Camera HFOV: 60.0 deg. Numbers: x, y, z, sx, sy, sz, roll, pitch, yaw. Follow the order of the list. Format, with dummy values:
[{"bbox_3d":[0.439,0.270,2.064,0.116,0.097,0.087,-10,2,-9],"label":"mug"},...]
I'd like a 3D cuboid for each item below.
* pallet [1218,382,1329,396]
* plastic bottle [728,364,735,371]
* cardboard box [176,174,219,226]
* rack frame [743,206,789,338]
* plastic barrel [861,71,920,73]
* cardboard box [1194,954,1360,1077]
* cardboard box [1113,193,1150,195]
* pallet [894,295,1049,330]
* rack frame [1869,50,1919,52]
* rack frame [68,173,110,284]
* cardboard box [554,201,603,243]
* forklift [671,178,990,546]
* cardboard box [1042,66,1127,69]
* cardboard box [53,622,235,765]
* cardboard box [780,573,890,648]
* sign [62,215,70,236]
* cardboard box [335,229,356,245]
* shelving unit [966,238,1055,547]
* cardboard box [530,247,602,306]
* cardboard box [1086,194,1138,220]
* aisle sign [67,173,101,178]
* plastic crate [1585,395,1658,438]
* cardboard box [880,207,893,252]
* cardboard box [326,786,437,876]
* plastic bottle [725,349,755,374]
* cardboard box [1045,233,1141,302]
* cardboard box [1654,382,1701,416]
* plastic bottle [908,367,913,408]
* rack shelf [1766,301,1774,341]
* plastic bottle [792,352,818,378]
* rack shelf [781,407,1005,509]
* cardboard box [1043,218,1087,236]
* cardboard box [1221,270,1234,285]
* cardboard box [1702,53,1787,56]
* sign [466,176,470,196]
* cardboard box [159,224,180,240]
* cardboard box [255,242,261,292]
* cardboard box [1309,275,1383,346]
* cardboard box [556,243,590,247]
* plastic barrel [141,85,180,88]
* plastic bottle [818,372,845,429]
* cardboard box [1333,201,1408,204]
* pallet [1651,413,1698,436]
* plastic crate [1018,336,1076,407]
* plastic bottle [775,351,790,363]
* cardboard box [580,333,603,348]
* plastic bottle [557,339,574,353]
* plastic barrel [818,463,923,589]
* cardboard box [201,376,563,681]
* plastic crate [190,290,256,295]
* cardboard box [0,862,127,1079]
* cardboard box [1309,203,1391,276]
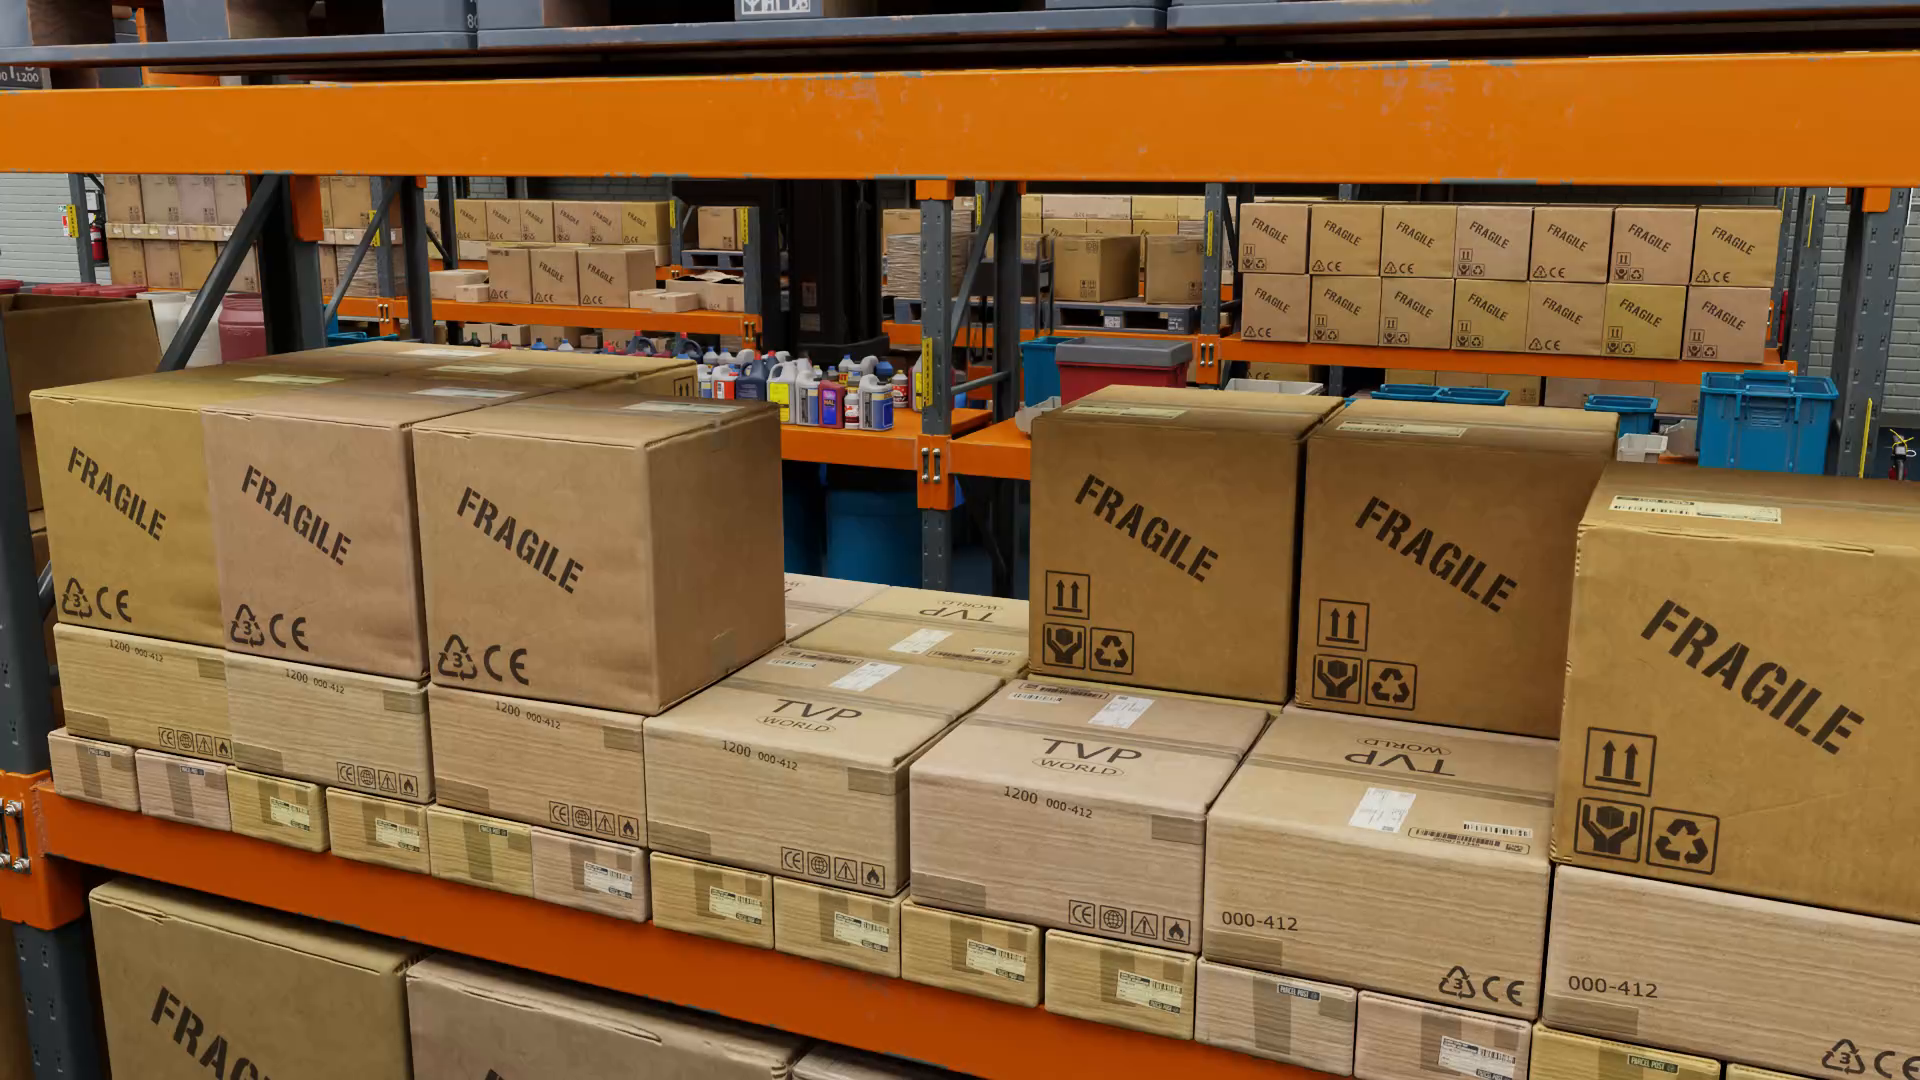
[{"bbox_3d":[3.345,-1.557,17.927,1.213,0.211,1.003,6,14,23],"label":"pallet"},{"bbox_3d":[-1.293,-0.895,9.436,0.097,0.201,0.097,0,13,0],"label":"plastic bottle"},{"bbox_3d":[-7.480,-3.470,16.916,0.500,0.500,0.700,6,14,23],"label":"cardboard box"},{"bbox_3d":[-1.580,-2.194,14.538,0.127,3.000,1.000,6,14,23],"label":"rack frame"},{"bbox_3d":[-0.312,-2.621,8.578,0.433,0.535,0.433,0,13,0],"label":"plastic barrel"},{"bbox_3d":[0.564,0.703,2.744,0.250,0.149,0.380,6,15,24],"label":"cardboard box"},{"bbox_3d":[1.883,-3.713,18.455,0.500,0.250,0.500,5,14,22],"label":"cardboard box"},{"bbox_3d":[0.200,-1.921,13.797,1.213,0.211,1.003,6,14,23],"label":"pallet"},{"bbox_3d":[3.725,-3.340,6.291,0.127,3.000,1.000,6,14,23],"label":"rack frame"},{"bbox_3d":[-8.894,-2.934,17.693,0.127,3.000,1.000,6,14,23],"label":"rack frame"},{"bbox_3d":[-4.706,-3.974,20.767,0.500,0.500,0.500,5,14,22],"label":"cardboard box"},{"bbox_3d":[-1.359,-1.517,11.803,3.031,2.935,1.130,4,14,18],"label":"forklift"},{"bbox_3d":[1.027,-3.705,13.055,0.600,0.600,0.600,6,14,23],"label":"cardboard box"},{"bbox_3d":[-1.615,0.271,3.709,0.500,0.250,0.500,5,14,22],"label":"cardboard box"},{"bbox_3d":[-0.487,0.254,3.784,0.500,0.250,0.500,6,15,24],"label":"cardboard box"},{"bbox_3d":[-14.094,-4.967,26.278,0.234,0.329,0.001,6,14,23],"label":"sign"},{"bbox_3d":[-5.797,-2.932,16.046,0.250,0.149,0.380,5,14,22],"label":"cardboard box"},{"bbox_3d":[0.343,-0.997,11.409,0.503,2.100,0.431,4,14,18],"label":"shelving unit"},{"bbox_3d":[-3.602,-2.443,15.381,0.500,0.500,0.500,6,14,23],"label":"cardboard box"},{"bbox_3d":[1.684,-3.606,18.002,0.500,0.250,0.500,6,14,24],"label":"cardboard box"},{"bbox_3d":[-9.078,-4.142,17.149,0.004,0.787,0.394,6,14,23],"label":"aisle sign"},{"bbox_3d":[3.031,-0.520,7.638,0.300,0.233,0.416,6,14,23],"label":"plastic crate"},{"bbox_3d":[-1.159,-3.644,19.535,0.500,0.500,0.700,6,14,23],"label":"cardboard box"},{"bbox_3d":[-1.080,0.537,3.451,0.250,0.149,0.380,5,14,22],"label":"cardboard box"},{"bbox_3d":[-1.260,-0.959,9.546,0.135,0.276,0.152,6,14,23],"label":"plastic bottle"},{"bbox_3d":[1.081,-2.218,13.502,0.500,0.500,0.700,8,16,32],"label":"cardboard box"},{"bbox_3d":[7.057,-1.520,16.219,0.500,0.500,0.700,6,14,23],"label":"cardboard box"},{"bbox_3d":[-0.217,-0.868,9.144,0.133,0.283,0.061,6,14,23],"label":"plastic bottle"},{"bbox_3d":[5.909,-2.323,16.665,4.000,0.370,1.077,6,14,23],"label":"rack shelf"},{"bbox_3d":[-0.847,-0.812,8.758,0.185,0.351,0.144,6,14,23],"label":"plastic bottle"},{"bbox_3d":[-1.761,-0.624,9.424,4.000,0.370,1.077,6,14,23],"label":"rack shelf"},{"bbox_3d":[1.239,-3.283,18.267,0.500,0.500,0.500,6,15,25],"label":"cardboard box"},{"bbox_3d":[2.933,-2.782,17.552,0.250,0.149,0.380,6,14,23],"label":"cardboard box"},{"bbox_3d":[5.162,-3.079,10.977,0.500,0.250,0.500,6,14,23],"label":"cardboard box"},{"bbox_3d":[-6.648,-4.801,22.421,0.005,0.325,0.100,6,14,23],"label":"sign"},{"bbox_3d":[-7.923,-3.146,16.958,0.250,0.149,0.380,6,14,22],"label":"cardboard box"},{"bbox_3d":[-6.587,-2.747,16.677,0.500,0.500,0.700,6,14,24],"label":"cardboard box"},{"bbox_3d":[2.903,-1.722,12.307,0.500,0.500,0.500,6,15,24],"label":"cardboard box"},{"bbox_3d":[-4.708,-3.607,20.847,0.500,0.250,0.500,6,14,23],"label":"cardboard box"},{"bbox_3d":[-4.847,-2.622,10.097,0.301,0.262,0.301,0,13,0],"label":"plastic barrel"},{"bbox_3d":[-0.653,-0.714,8.485,0.133,0.283,0.061,6,14,23],"label":"plastic bottle"},{"bbox_3d":[3.114,-2.320,12.667,0.500,0.500,0.500,5,14,22],"label":"cardboard box"},{"bbox_3d":[6.975,-1.189,16.359,1.213,0.211,1.003,6,14,23],"label":"pallet"},{"bbox_3d":[0.633,-0.839,8.668,0.575,0.384,0.392,6,14,23],"label":"plastic crate"},{"bbox_3d":[-1.048,-0.937,9.454,0.135,0.276,0.152,6,14,23],"label":"plastic bottle"},{"bbox_3d":[-4.688,-2.577,21.450,0.250,0.149,0.380,5,14,19],"label":"cardboard box"},{"bbox_3d":[-2.382,-1.077,10.059,0.097,0.271,0.097,0,13,0],"label":"plastic bottle"},{"bbox_3d":[-0.423,-0.026,8.975,0.708,0.901,0.600,6,14,23],"label":"plastic barrel"},{"bbox_3d":[-1.157,-0.047,3.424,0.500,0.500,0.500,6,14,23],"label":"cardboard box"},{"bbox_3d":[-4.943,-1.404,11.033,0.583,0.464,0.402,6,14,23],"label":"plastic crate"},{"bbox_3d":[-2.532,1.020,4.574,0.875,0.875,1.225,6,14,23],"label":"cardboard box"},{"bbox_3d":[2.866,-2.209,12.196,0.500,0.500,0.500,5,14,21],"label":"cardboard box"}]
